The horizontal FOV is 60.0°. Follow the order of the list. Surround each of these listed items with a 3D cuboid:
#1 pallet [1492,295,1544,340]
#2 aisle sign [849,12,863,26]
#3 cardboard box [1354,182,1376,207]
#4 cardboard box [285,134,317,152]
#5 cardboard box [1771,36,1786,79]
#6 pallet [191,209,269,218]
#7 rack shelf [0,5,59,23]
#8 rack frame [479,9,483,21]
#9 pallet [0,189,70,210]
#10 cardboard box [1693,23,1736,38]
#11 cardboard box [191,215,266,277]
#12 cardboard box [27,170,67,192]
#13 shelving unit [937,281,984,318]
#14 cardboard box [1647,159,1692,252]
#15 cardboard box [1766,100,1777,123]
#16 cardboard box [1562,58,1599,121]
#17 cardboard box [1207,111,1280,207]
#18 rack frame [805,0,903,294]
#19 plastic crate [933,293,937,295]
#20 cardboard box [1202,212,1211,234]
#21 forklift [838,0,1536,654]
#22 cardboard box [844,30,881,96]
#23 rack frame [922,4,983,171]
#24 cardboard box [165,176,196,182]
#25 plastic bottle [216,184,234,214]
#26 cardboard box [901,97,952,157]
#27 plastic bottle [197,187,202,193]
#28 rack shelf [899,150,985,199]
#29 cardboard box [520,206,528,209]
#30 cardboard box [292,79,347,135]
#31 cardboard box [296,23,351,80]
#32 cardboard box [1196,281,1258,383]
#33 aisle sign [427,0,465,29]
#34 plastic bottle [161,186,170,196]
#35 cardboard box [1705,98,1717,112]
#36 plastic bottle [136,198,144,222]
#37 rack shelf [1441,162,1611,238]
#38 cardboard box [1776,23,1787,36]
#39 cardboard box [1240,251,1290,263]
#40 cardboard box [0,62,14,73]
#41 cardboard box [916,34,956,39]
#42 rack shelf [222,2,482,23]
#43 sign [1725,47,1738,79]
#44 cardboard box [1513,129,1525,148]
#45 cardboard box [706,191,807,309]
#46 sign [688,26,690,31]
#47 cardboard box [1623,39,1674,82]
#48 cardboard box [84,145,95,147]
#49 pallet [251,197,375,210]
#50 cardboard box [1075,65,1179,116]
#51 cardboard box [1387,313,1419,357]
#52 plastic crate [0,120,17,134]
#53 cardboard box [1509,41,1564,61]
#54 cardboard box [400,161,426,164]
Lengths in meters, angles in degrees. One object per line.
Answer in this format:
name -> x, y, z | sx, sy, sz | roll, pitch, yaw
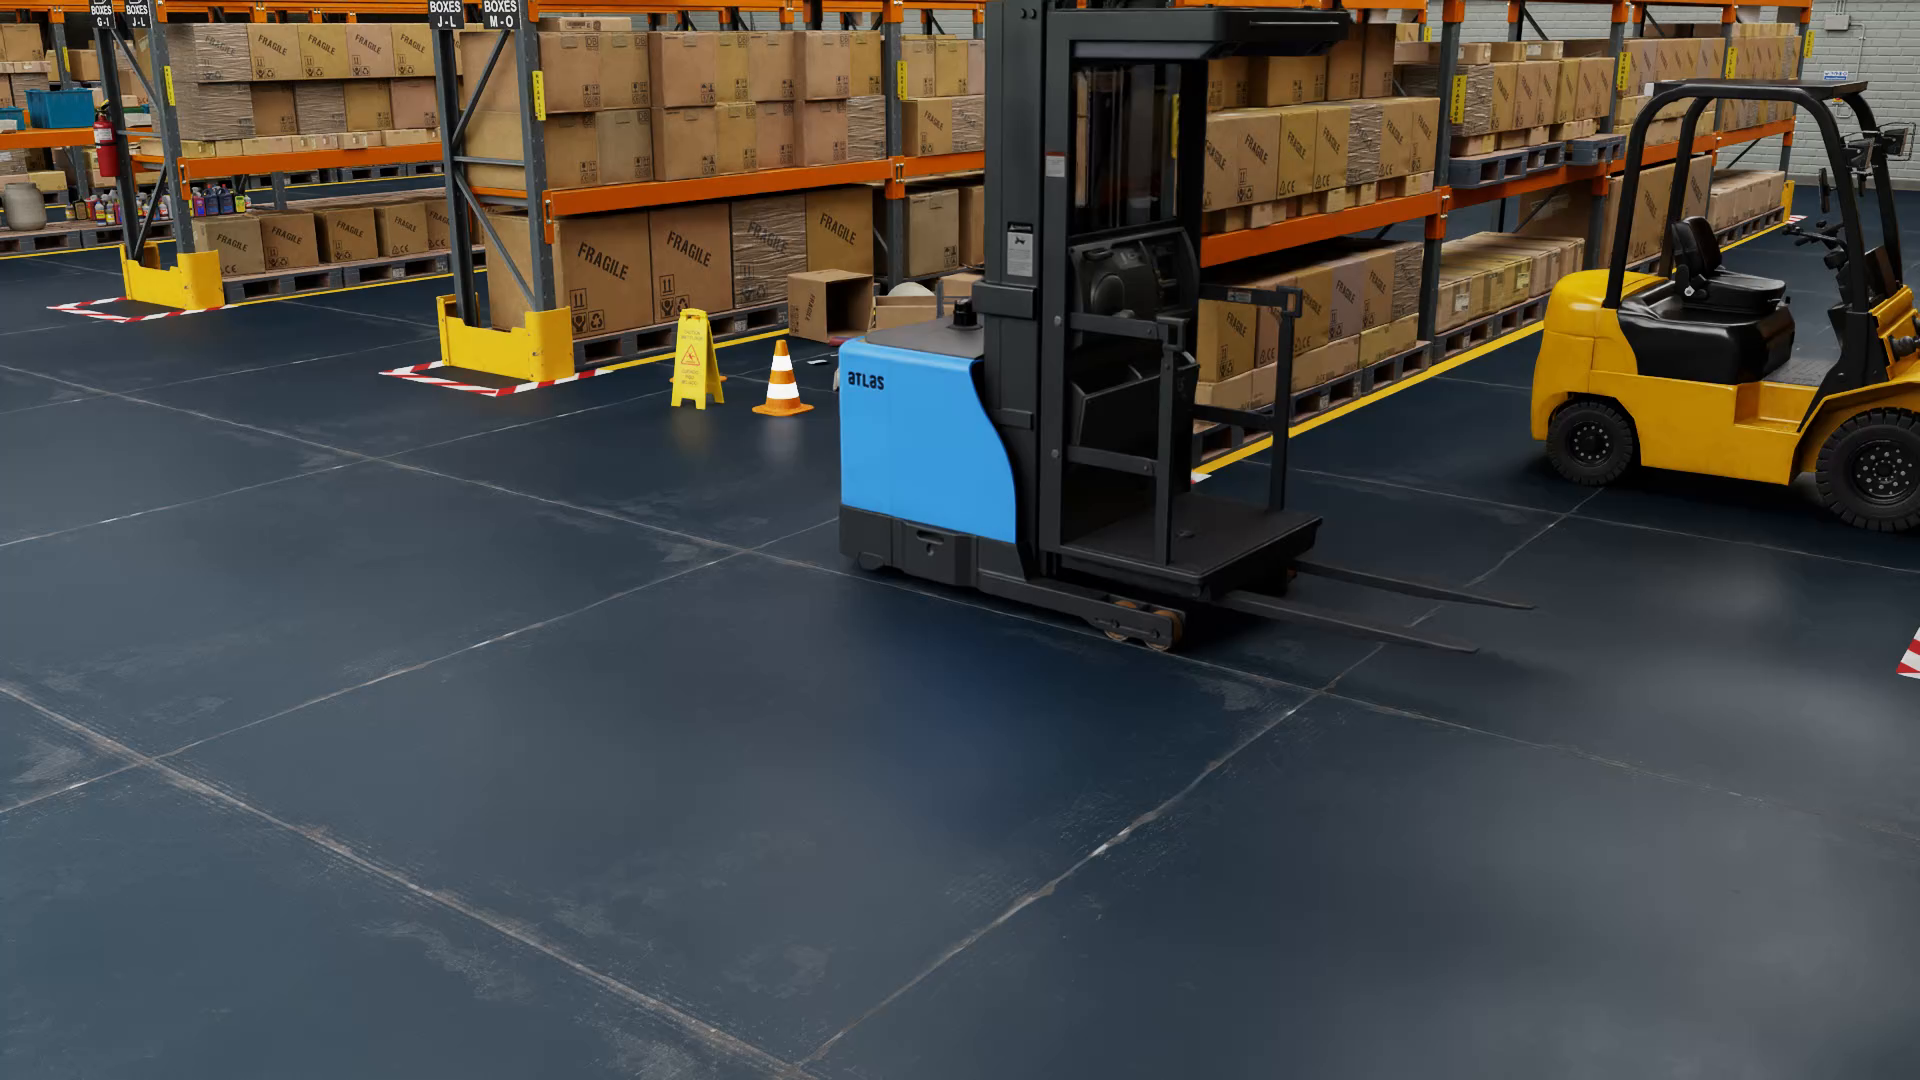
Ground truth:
pallet -> 4.274, -1.949, 14.164 | 1.003, 0.211, 1.213 | 12, 21, 35
aisle sign -> -1.897, -9.599, 29.712 | 0.394, 0.787, 0.004 | 12, 21, 35
cardboard box -> 2.536, -2.310, 11.048 | 0.380, 0.149, 0.250 | 12, 21, 34
cardboard box -> -6.283, -3.742, 15.659 | 0.380, 0.149, 0.250 | 12, 21, 35
cardboard box -> 9.554, -5.783, 19.953 | 0.500, 0.500, 0.500 | 12, 21, 34
pallet -> -9.285, -3.945, 20.592 | 1.003, 0.211, 1.213 | 12, 21, 35
rack shelf -> -14.019, -6.918, 21.619 | 1.077, 0.370, 4.000 | 12, 21, 35
rack frame -> -6.468, -6.382, 23.738 | 1.000, 3.000, 0.127 | 12, 21, 35
pallet -> -13.335, -4.792, 23.319 | 1.003, 0.211, 1.213 | 12, 21, 35
cardboard box -> 8.248, -5.573, 18.183 | 0.380, 0.149, 0.250 | 12, 21, 34
cardboard box -> -6.871, -2.754, 15.561 | 0.500, 0.500, 0.500 | -15, 23, -40
cardboard box -> -12.928, -5.044, 23.357 | 0.500, 0.250, 0.500 | 12, 21, 35
shelving unit -> 0.011, -0.711, 8.508 | 0.258, 1.200, 0.189 | 1, 17, 3
cardboard box -> 7.015, -3.516, 17.383 | 0.875, 0.875, 0.875 | 13, 22, 36
cardboard box -> 9.551, -5.306, 20.104 | 0.500, 0.500, 0.500 | 13, 22, 36
cardboard box -> 5.122, -3.864, 14.249 | 0.500, 0.500, 0.500 | 12, 21, 34
cardboard box -> 1.513, -2.228, 9.690 | 0.500, 0.500, 0.500 | 13, 22, 36
rack frame -> -0.950, -3.654, 14.952 | 1.000, 3.000, 0.127 | 12, 21, 35
plastic crate -> -0.002, -2.065, 14.481 | 0.662, 0.188, 0.450 | -7, 9, -22
cardboard box -> 1.209, -1.837, 9.526 | 0.380, 0.149, 0.250 | 13, 21, 35
forklift -> 0.908, -1.124, 6.921 | 3.031, 2.935, 1.130 | 13, 21, 36
cardboard box -> -1.198, -4.159, 14.506 | 0.875, 0.550, 0.550 | 12, 21, 35
rack frame -> -0.107, -6.460, 23.987 | 1.000, 3.000, 0.127 | 12, 21, 35
cardboard box -> -11.776, -5.491, 24.795 | 0.500, 0.250, 0.500 | 12, 21, 33
plastic bottle -> -9.004, -4.170, 20.339 | 0.144, 0.351, 0.185 | 12, 21, 33
cardboard box -> -0.421, -3.779, 15.187 | 0.500, 0.500, 0.500 | 13, 21, 35
plastic bottle -> -9.478, -4.243, 20.689 | 0.061, 0.283, 0.133 | 12, 21, 35
rack shelf -> 0.241, -3.787, 16.592 | 1.077, 0.370, 4.000 | 12, 21, 35
cardboard box -> -4.491, -3.713, 18.616 | 0.700, 0.500, 0.500 | 11, 20, 31
cardboard box -> -6.373, -4.169, 15.941 | 0.875, 0.500, 0.500 | 12, 21, 35
cardboard box -> -6.110, -4.589, 15.607 | 0.500, 0.500, 0.500 | 12, 21, 35
cardboard box -> 1.418, -1.245, 9.859 | 0.500, 0.500, 0.500 | 12, 21, 33
aisle sign -> -3.617, -3.979, 11.614 | 0.394, 0.787, 0.004 | 12, 21, 35
plastic bottle -> -9.778, -4.211, 20.470 | 0.144, 0.351, 0.185 | 11, 21, 32
cardboard box -> 7.784, -4.728, 17.820 | 0.500, 0.250, 0.500 | 12, 21, 35
plastic bottle -> -9.640, -3.866, 19.494 | 0.097, 0.271, 0.097 | 0, 17, 0
rack shelf -> 4.277, -2.936, 13.853 | 1.077, 0.370, 4.000 | 12, 21, 35
cardboard box -> 9.781, -6.182, 20.144 | 0.380, 0.149, 0.250 | 13, 21, 36
cardboard box -> 1.897, -1.703, 11.334 | 0.500, 0.500, 0.500 | 14, 22, 37
cardboard box -> -13.120, -6.439, 22.659 | 0.380, 0.149, 0.250 | 12, 21, 33
cardboard box -> -0.481, -6.833, 23.329 | 0.797, 0.503, 0.637 | 12, 21, 33
rack shelf -> -7.660, -6.995, 21.866 | 1.077, 0.370, 4.000 | 12, 21, 35
sign -> 8.293, -5.130, 17.887 | 0.100, 0.325, 0.005 | 12, 21, 35
cardboard box -> 4.267, -3.211, 13.241 | 0.380, 0.149, 0.250 | 13, 21, 35
cardboard box -> -1.915, -2.487, 14.068 | 0.875, 0.875, 0.875 | 13, 21, 35
sign -> -5.243, -9.765, 32.145 | 0.100, 0.325, 0.005 | 12, 21, 35
cardboard box -> 6.567, -4.596, 16.130 | 0.500, 0.500, 0.500 | 13, 22, 36
cardboard box -> -15.212, -6.866, 28.770 | 0.700, 0.500, 0.500 | 12, 21, 35
pallet -> -8.415, -4.292, 21.708 | 1.003, 0.211, 1.213 | 12, 21, 35
cardboard box -> 0.831, -2.678, 9.453 | 0.700, 0.500, 0.500 | 12, 21, 33
cardboard box -> 2.949, -1.502, 11.951 | 0.500, 0.250, 0.500 | 14, 22, 37
plastic crate -> -10.443, -4.507, 18.144 | 0.298, 0.136, 0.250 | 12, 21, 35
cardboard box -> 4.720, -4.016, 13.648 | 0.380, 0.149, 0.250 | 11, 20, 32
cardboard box -> -9.333, -6.577, 27.838 | 0.500, 0.500, 0.500 | 12, 21, 34
